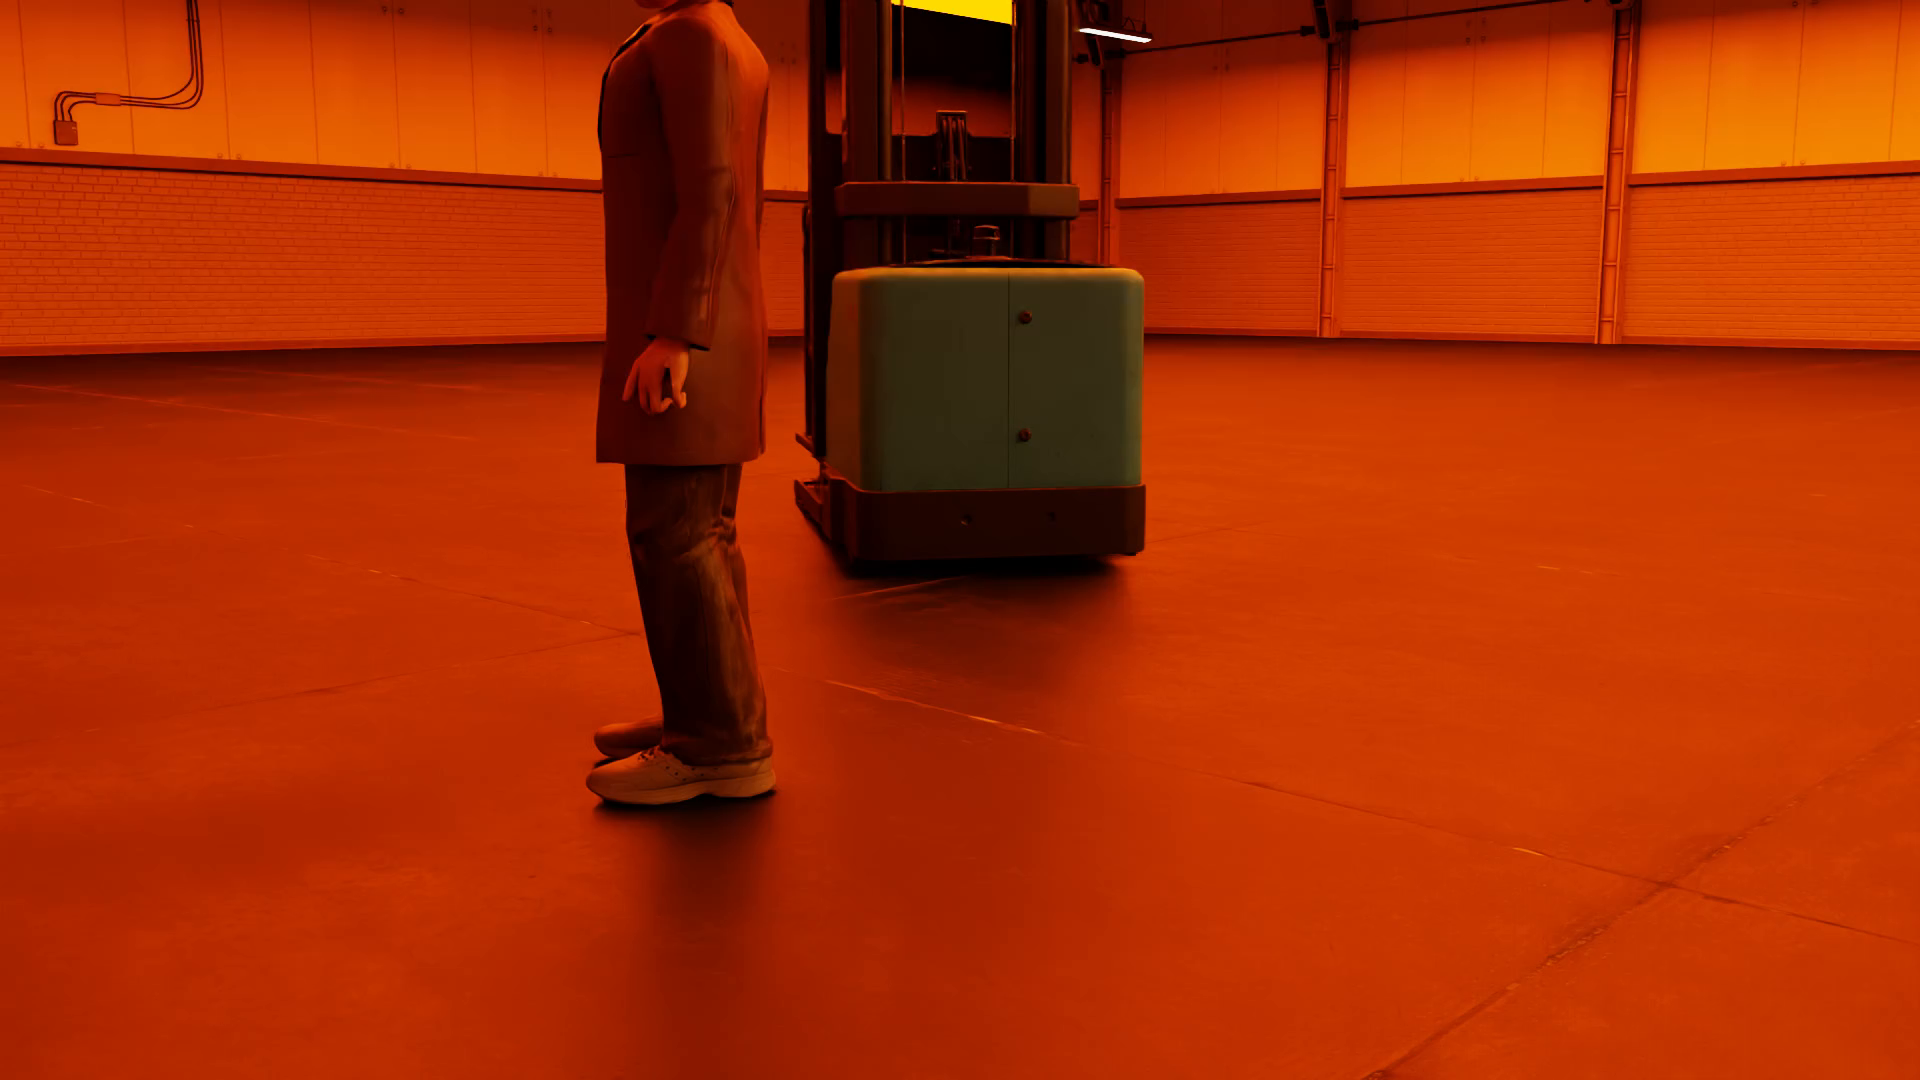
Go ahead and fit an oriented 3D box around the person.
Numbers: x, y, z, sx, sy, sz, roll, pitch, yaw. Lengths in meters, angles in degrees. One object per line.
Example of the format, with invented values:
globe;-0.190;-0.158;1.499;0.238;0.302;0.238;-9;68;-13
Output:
person;-0.580;-0.385;3.296;0.421;1.782;0.643;0;9;0

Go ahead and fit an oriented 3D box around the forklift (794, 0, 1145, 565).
forklift;-0.131;-1.538;7.091;1.130;2.935;3.031;-2;9;-11
